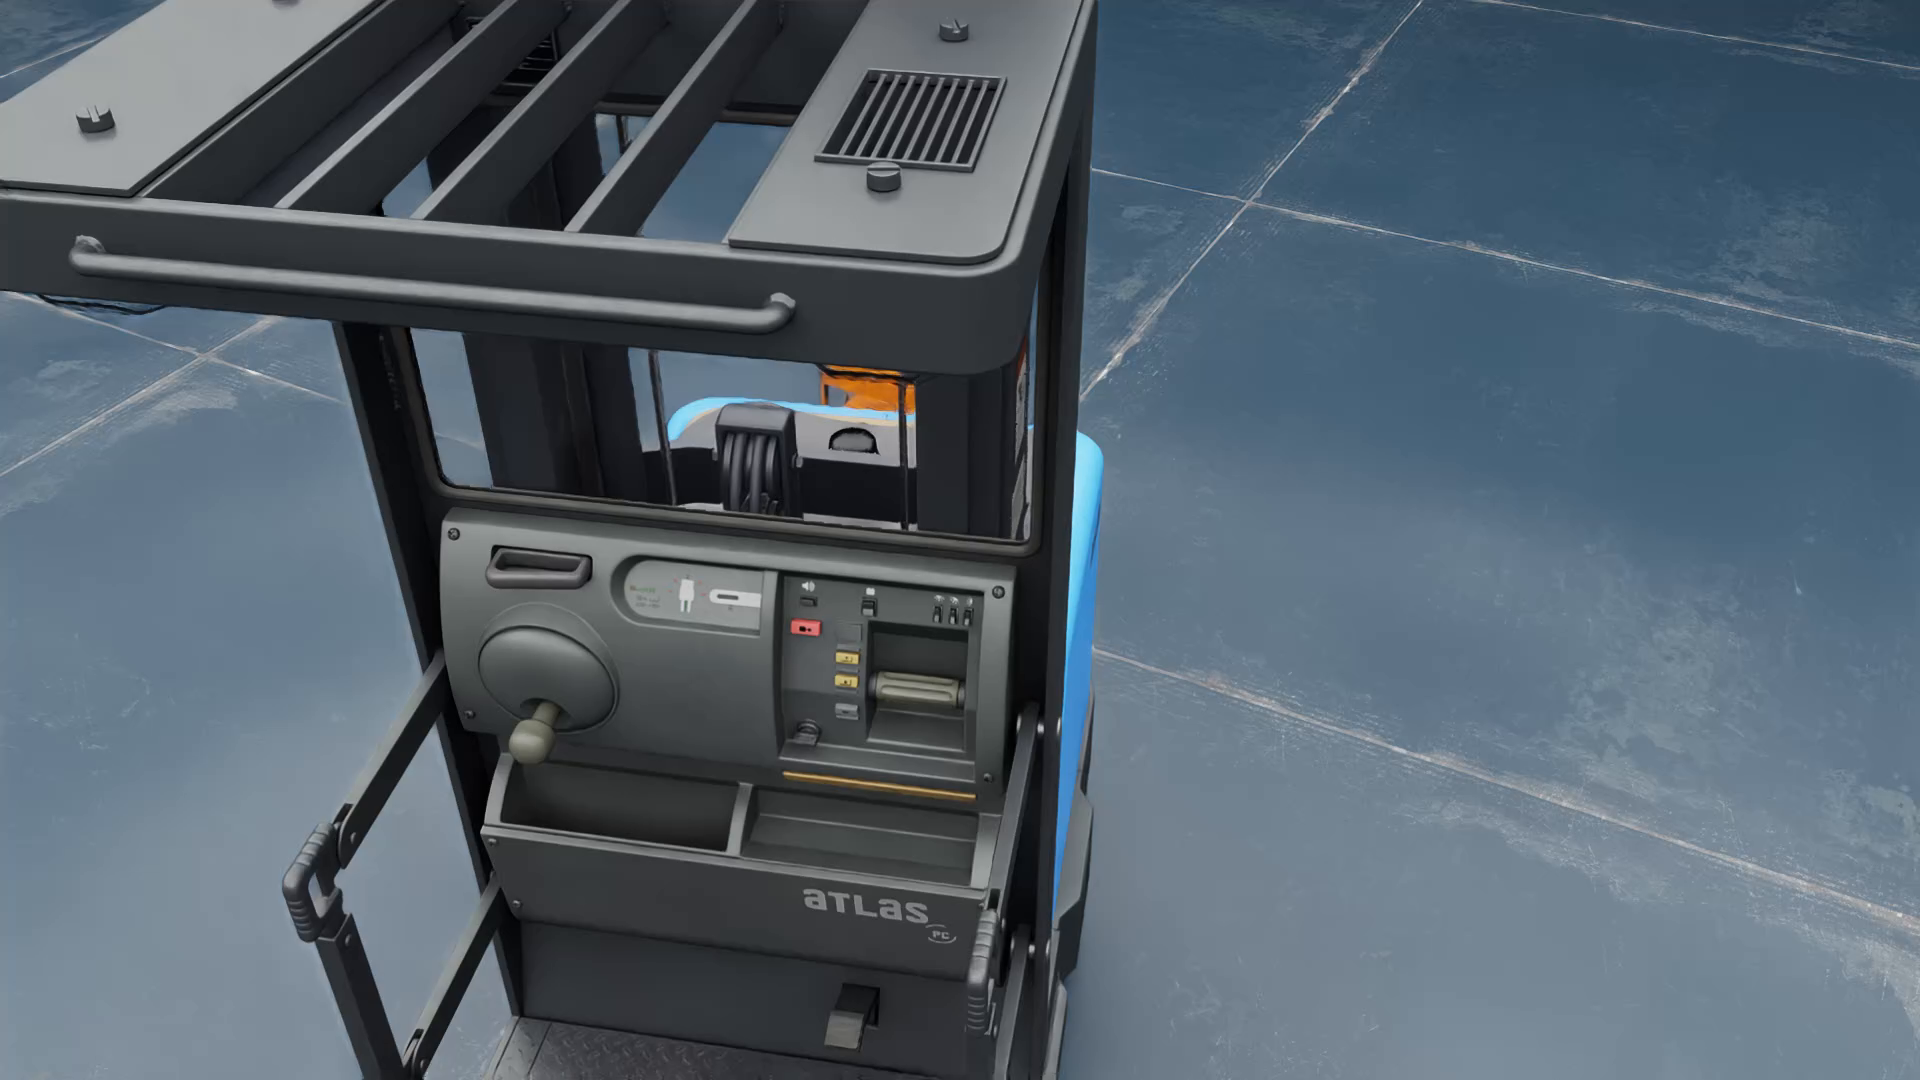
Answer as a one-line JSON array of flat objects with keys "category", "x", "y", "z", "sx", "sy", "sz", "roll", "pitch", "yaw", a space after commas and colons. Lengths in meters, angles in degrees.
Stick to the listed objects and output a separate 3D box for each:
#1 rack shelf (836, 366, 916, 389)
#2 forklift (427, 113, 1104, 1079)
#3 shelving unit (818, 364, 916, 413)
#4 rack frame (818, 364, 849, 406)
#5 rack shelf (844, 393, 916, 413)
[{"category": "rack shelf", "x": -0.147, "y": -0.502, "z": 4.965, "sx": 0.457, "sy": 0.050, "sz": 0.221, "roll": 17, "pitch": 41, "yaw": 21}, {"category": "forklift", "x": -0.321, "y": -0.040, "z": 2.931, "sx": 1.129, "sy": 2.867, "sz": 1.939, "roll": 6, "pitch": 38, "yaw": 8}, {"category": "shelving unit", "x": -0.147, "y": -0.524, "z": 4.948, "sx": 0.503, "sy": 1.200, "sz": 0.258, "roll": 17, "pitch": 41, "yaw": 21}, {"category": "rack frame", "x": -0.364, "y": -0.592, "z": 5.037, "sx": 0.015, "sy": 1.200, "sz": 0.240, "roll": 17, "pitch": 41, "yaw": 21}, {"category": "rack shelf", "x": -0.147, "y": -0.312, "z": 5.109, "sx": 0.480, "sy": 0.148, "sz": 0.258, "roll": 17, "pitch": 41, "yaw": 21}]
